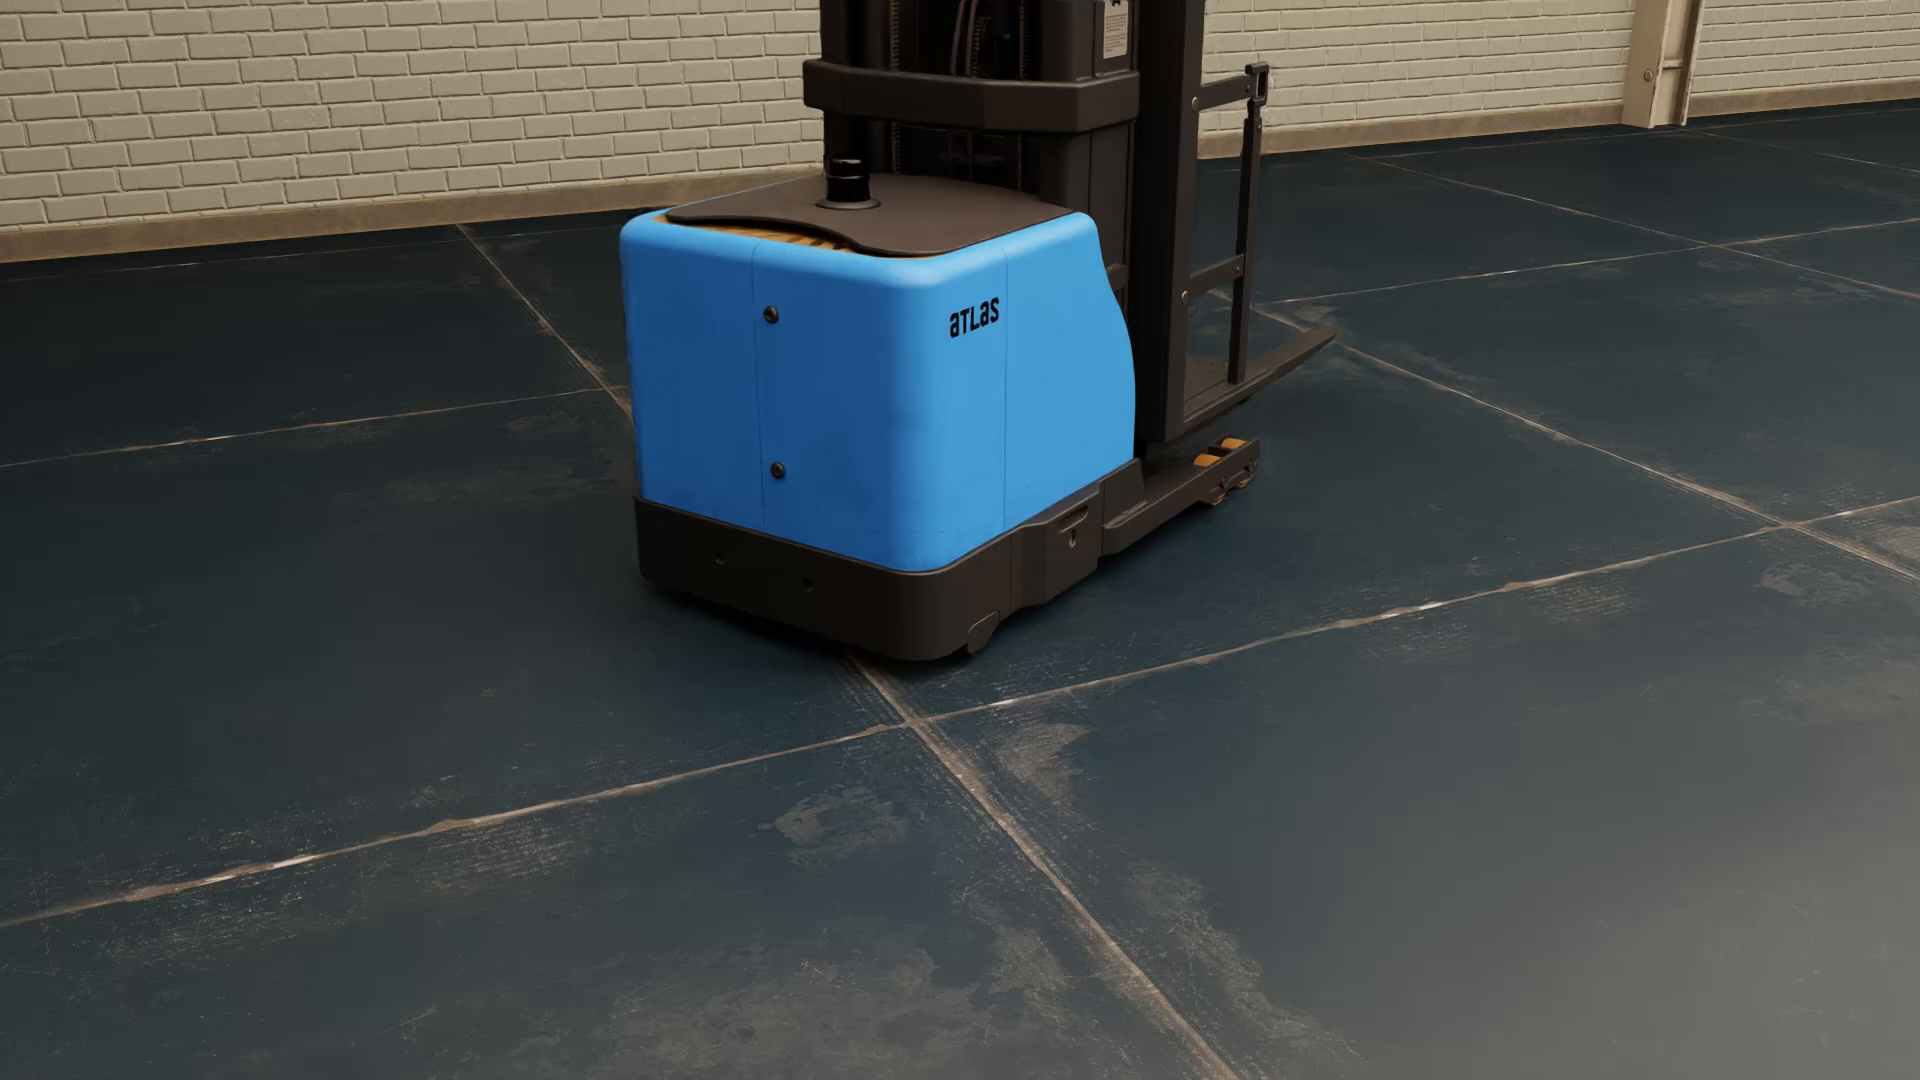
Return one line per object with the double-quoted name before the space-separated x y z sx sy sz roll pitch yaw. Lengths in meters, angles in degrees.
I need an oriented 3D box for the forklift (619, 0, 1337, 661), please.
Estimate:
"forklift" 0.341 -1.558 5.036 1.130 2.935 3.031 15 27 31
